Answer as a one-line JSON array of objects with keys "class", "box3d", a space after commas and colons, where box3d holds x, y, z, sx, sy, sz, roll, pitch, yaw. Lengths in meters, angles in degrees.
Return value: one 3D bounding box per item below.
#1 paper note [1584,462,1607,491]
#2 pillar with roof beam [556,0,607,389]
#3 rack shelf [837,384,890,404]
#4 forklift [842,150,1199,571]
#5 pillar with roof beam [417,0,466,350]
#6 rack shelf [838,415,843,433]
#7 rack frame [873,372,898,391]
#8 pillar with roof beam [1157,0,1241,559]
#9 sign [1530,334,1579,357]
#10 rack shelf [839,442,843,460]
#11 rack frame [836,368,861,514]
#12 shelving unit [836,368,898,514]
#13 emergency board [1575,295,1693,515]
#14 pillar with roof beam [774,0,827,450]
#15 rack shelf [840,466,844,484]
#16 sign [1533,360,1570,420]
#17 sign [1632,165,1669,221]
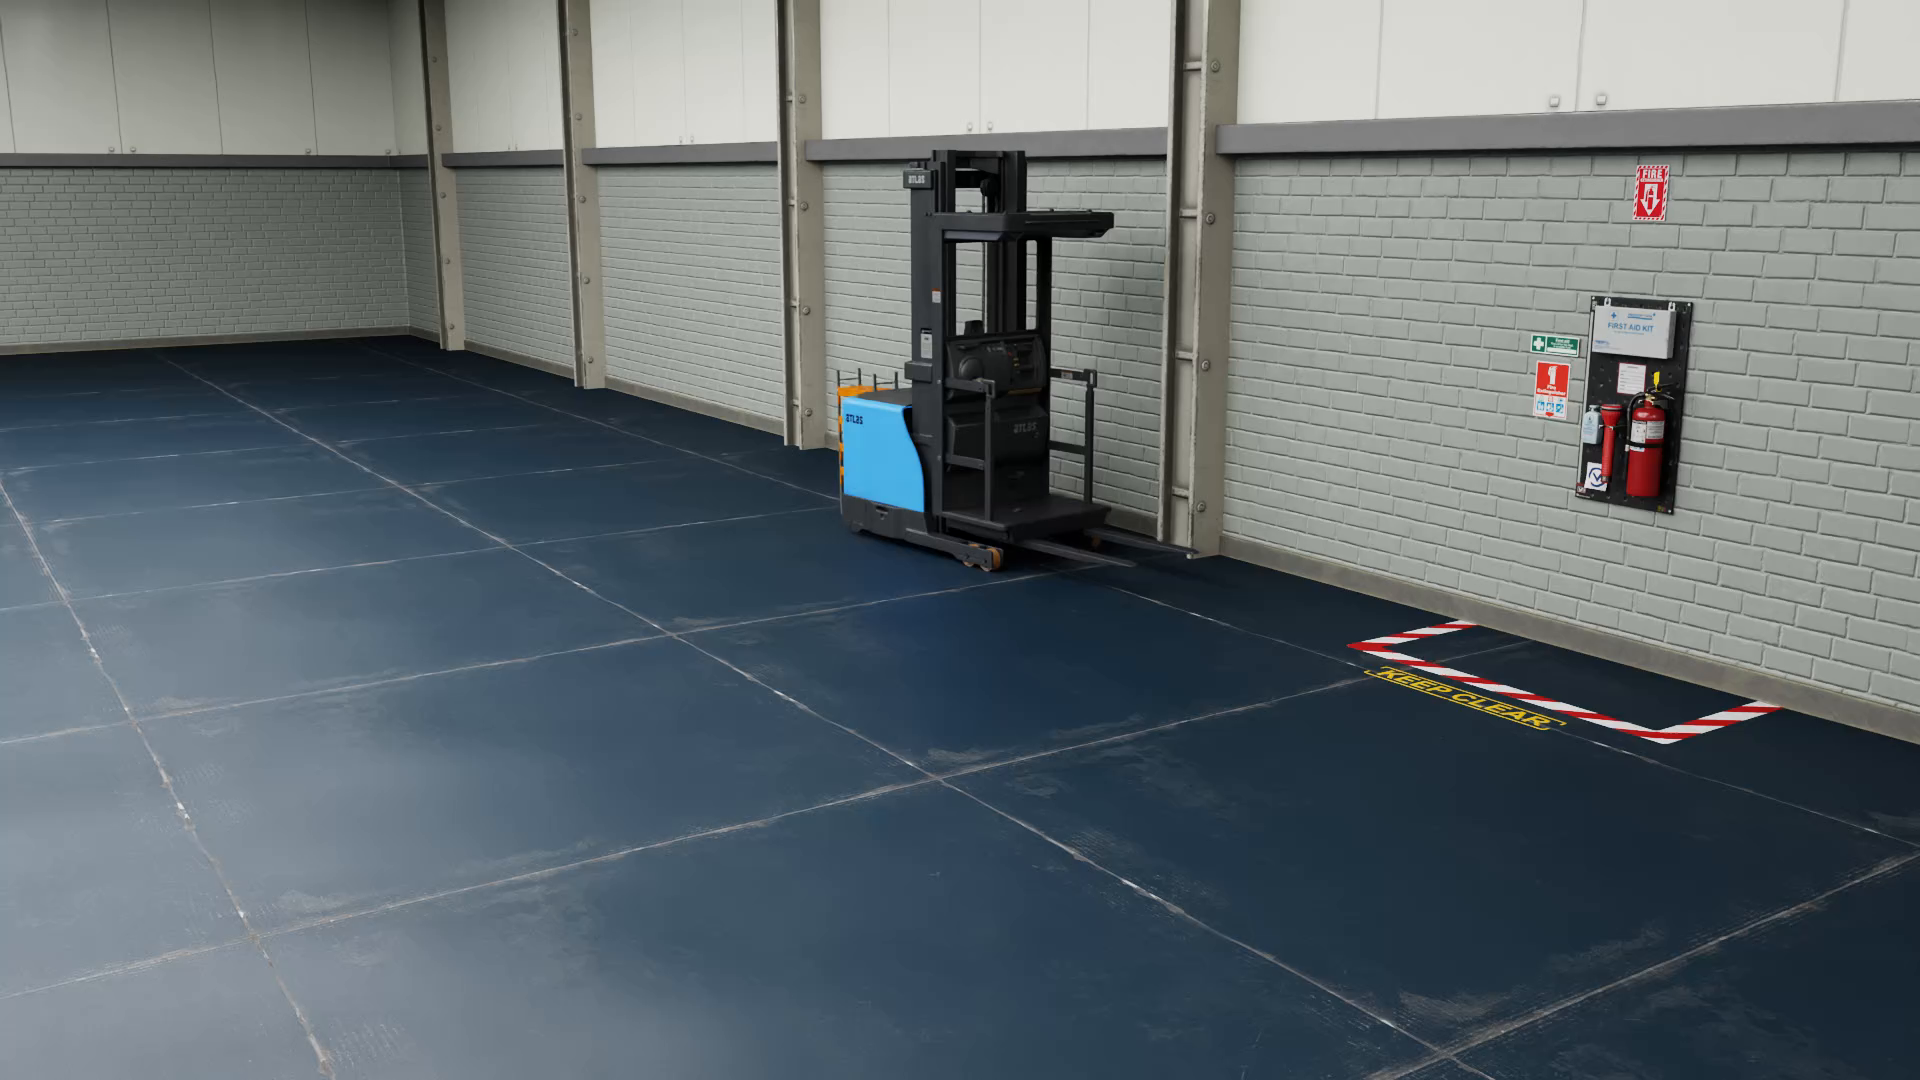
[{"class": "paper note", "box3d": [3.664, -0.365, 9.571, 0.016, 0.148, 0.142, -8, 15, -33]}, {"class": "pillar with roof beam", "box3d": [-8.514, -5.934, 18.933, 9.100, 9.000, 0.400, -8, 15, -33]}, {"class": "rack shelf", "box3d": [-0.753, -1.170, 13.537, 0.258, 0.148, 0.480, -10, 15, -40]}, {"class": "forklift", "box3d": [0.410, -1.330, 12.082, 1.130, 2.935, 3.031, -10, 16, -40]}, {"class": "pillar with roof beam", "box3d": [-11.838, -7.001, 23.812, 9.100, 9.000, 0.400, -8, 15, -33]}, {"class": "rack shelf", "box3d": [-0.750, -0.938, 13.583, 0.258, 0.148, 0.480, -10, 15, -40]}, {"class": "rack frame", "box3d": [-0.588, -0.751, 13.432, 0.240, 1.200, 0.015, -10, 15, -40]}, {"class": "pillar with roof beam", "box3d": [-1.866, -3.800, 9.174, 9.100, 9.000, 0.400, -8, 15, -33]}, {"class": "sign", "box3d": [3.480, -1.141, 9.732, 0.001, 0.109, 0.331, -8, 15, -33]}, {"class": "rack shelf", "box3d": [-0.746, -0.719, 13.627, 0.258, 0.148, 0.480, -10, 15, -40]}, {"class": "rack frame", "box3d": [-0.906, -0.819, 13.796, 0.240, 1.200, 0.015, -10, 15, -40]}, {"class": "shelving unit", "box3d": [-0.747, -0.785, 13.614, 0.258, 1.200, 0.503, -10, 15, -40]}, {"class": "emergency board", "box3d": [3.705, -0.756, 9.295, 0.194, 1.169, 0.643, -8, 15, -33]}, {"class": "pillar with roof beam", "box3d": [-5.190, -4.867, 14.053, 9.100, 9.000, 0.400, -8, 15, -33]}, {"class": "rack shelf", "box3d": [-0.743, -0.524, 13.666, 0.258, 0.148, 0.480, -10, 15, -40]}, {"class": "sign", "box3d": [3.485, -0.884, 9.797, 0.001, 0.329, 0.234, -8, 15, -33]}, {"class": "sign", "box3d": [3.784, -1.901, 9.108, 0.001, 0.298, 0.199, -8, 15, -33]}]
